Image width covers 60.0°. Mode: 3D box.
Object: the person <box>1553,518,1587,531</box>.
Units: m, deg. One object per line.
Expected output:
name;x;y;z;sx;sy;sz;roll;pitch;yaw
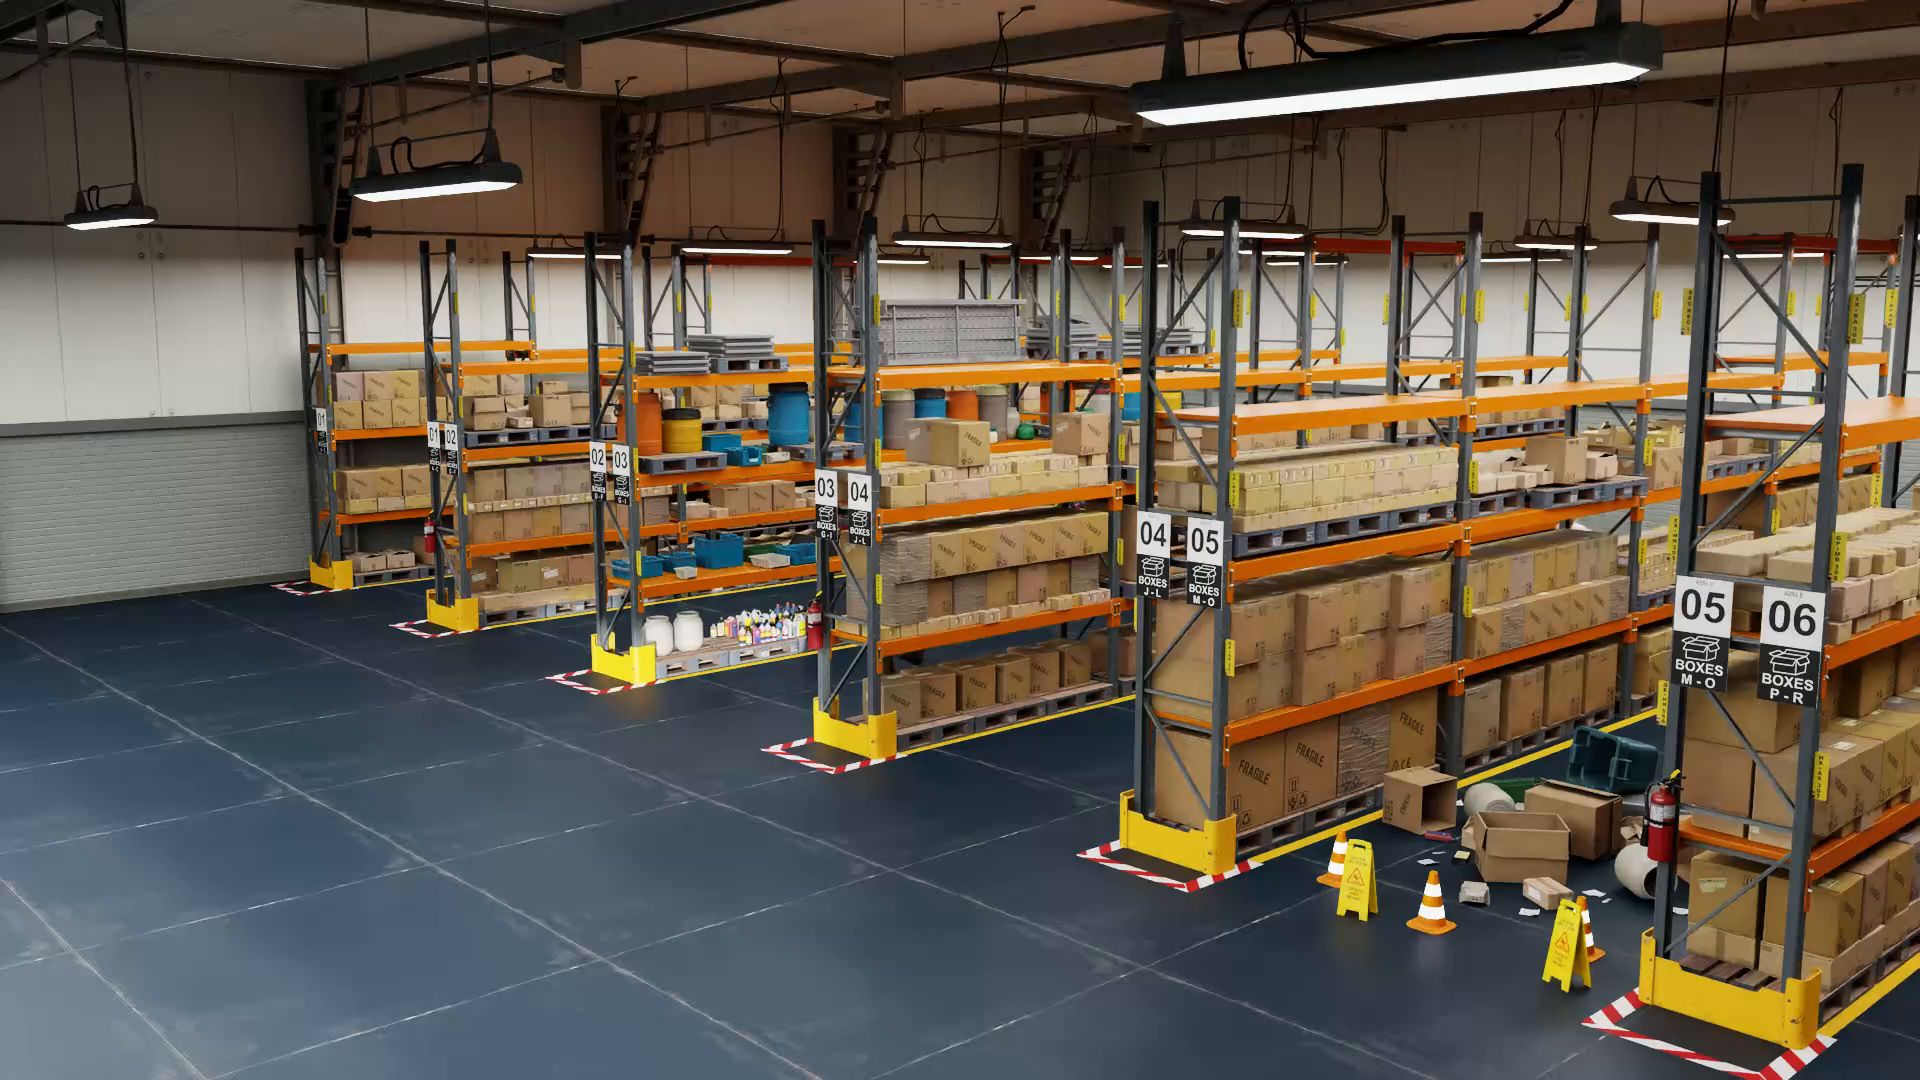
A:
person;9.821;0.378;26.873;0.853;1.769;0.718;-8;11;-42

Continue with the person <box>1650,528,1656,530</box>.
person;10.920;0.596;25.916;0.822;1.601;0.707;-6;10;-35

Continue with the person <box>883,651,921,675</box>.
person;-0.841;1.087;21.942;0.712;1.720;0.746;6;10;36
